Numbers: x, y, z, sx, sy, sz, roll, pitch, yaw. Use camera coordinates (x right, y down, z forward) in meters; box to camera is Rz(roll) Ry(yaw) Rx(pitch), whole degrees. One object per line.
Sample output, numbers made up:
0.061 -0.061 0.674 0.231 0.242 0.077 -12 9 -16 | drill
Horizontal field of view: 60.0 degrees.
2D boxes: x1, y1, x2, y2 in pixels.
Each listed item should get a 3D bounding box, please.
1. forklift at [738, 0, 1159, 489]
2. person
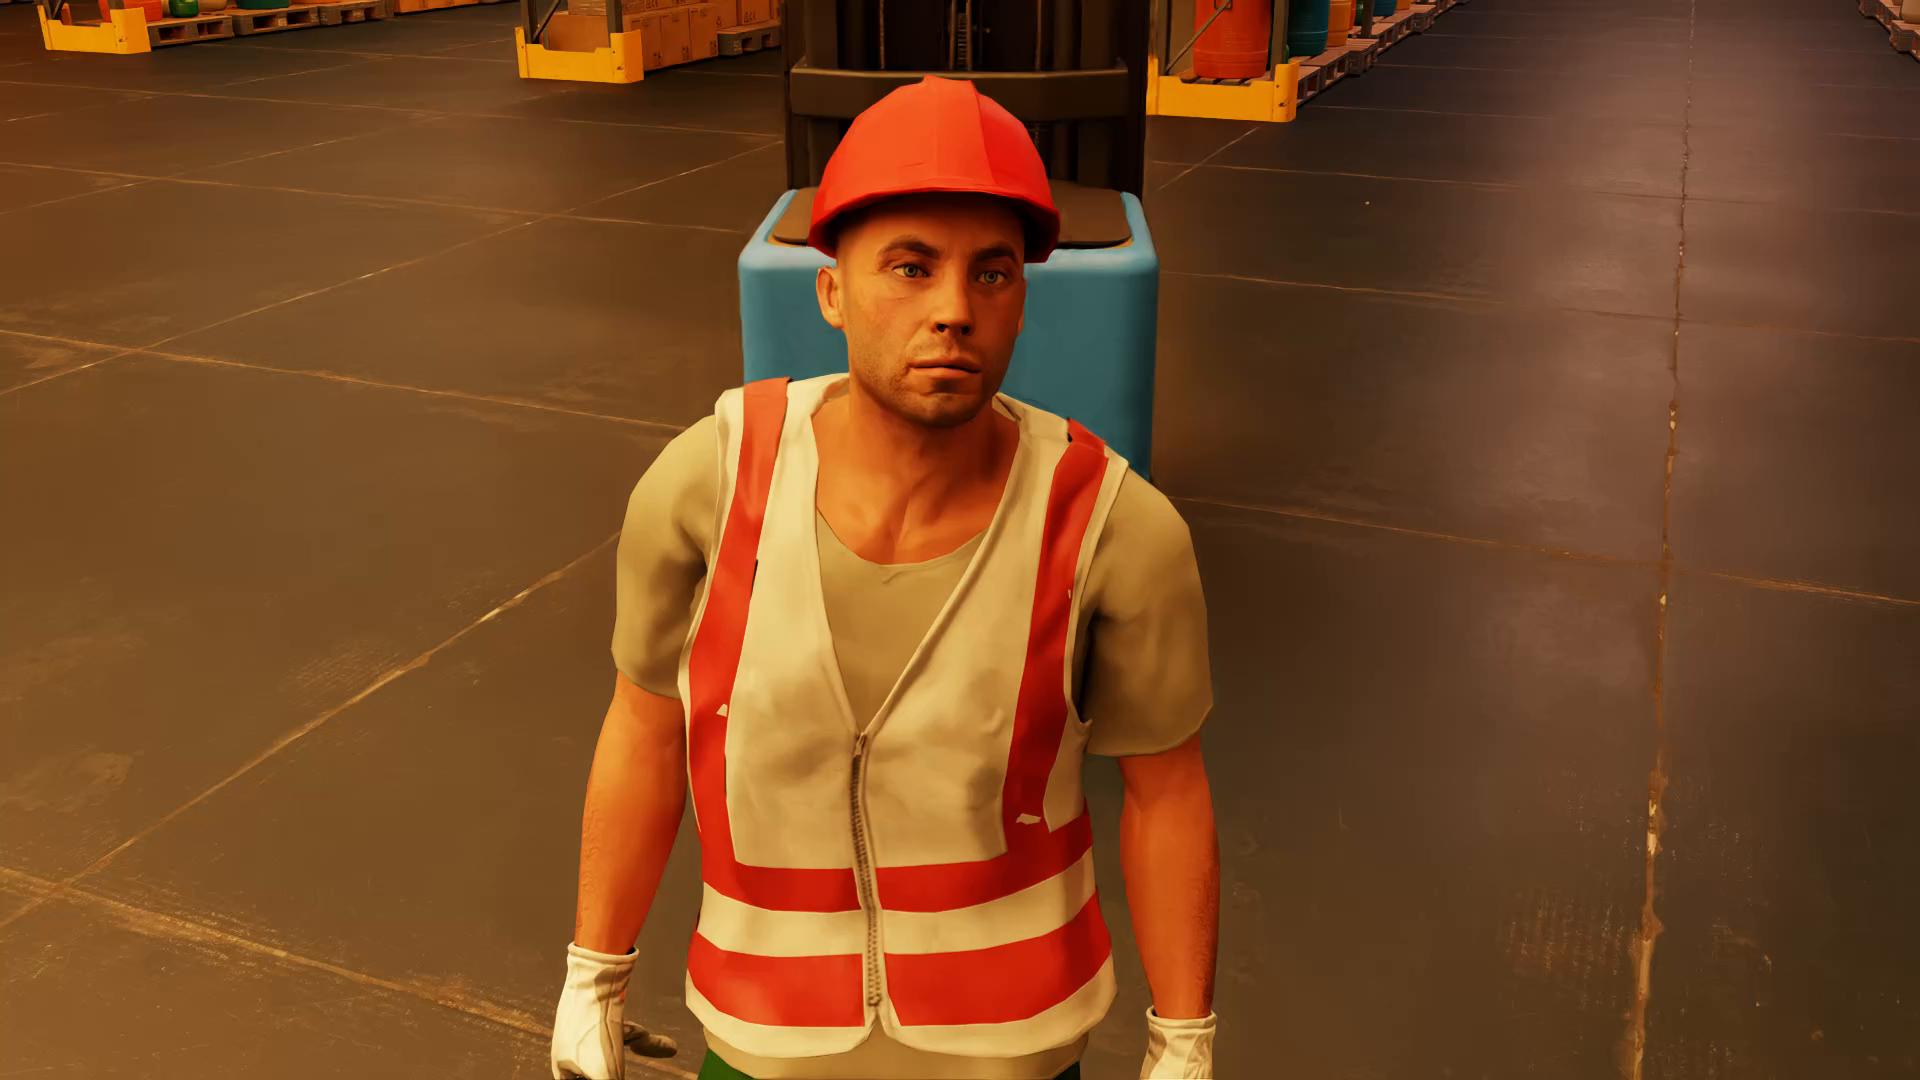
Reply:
0.024 -1.616 5.158 1.130 2.935 3.031 1 23 2 | forklift
-0.075 0.504 1.550 0.638 1.787 0.564 1 23 2 | person
